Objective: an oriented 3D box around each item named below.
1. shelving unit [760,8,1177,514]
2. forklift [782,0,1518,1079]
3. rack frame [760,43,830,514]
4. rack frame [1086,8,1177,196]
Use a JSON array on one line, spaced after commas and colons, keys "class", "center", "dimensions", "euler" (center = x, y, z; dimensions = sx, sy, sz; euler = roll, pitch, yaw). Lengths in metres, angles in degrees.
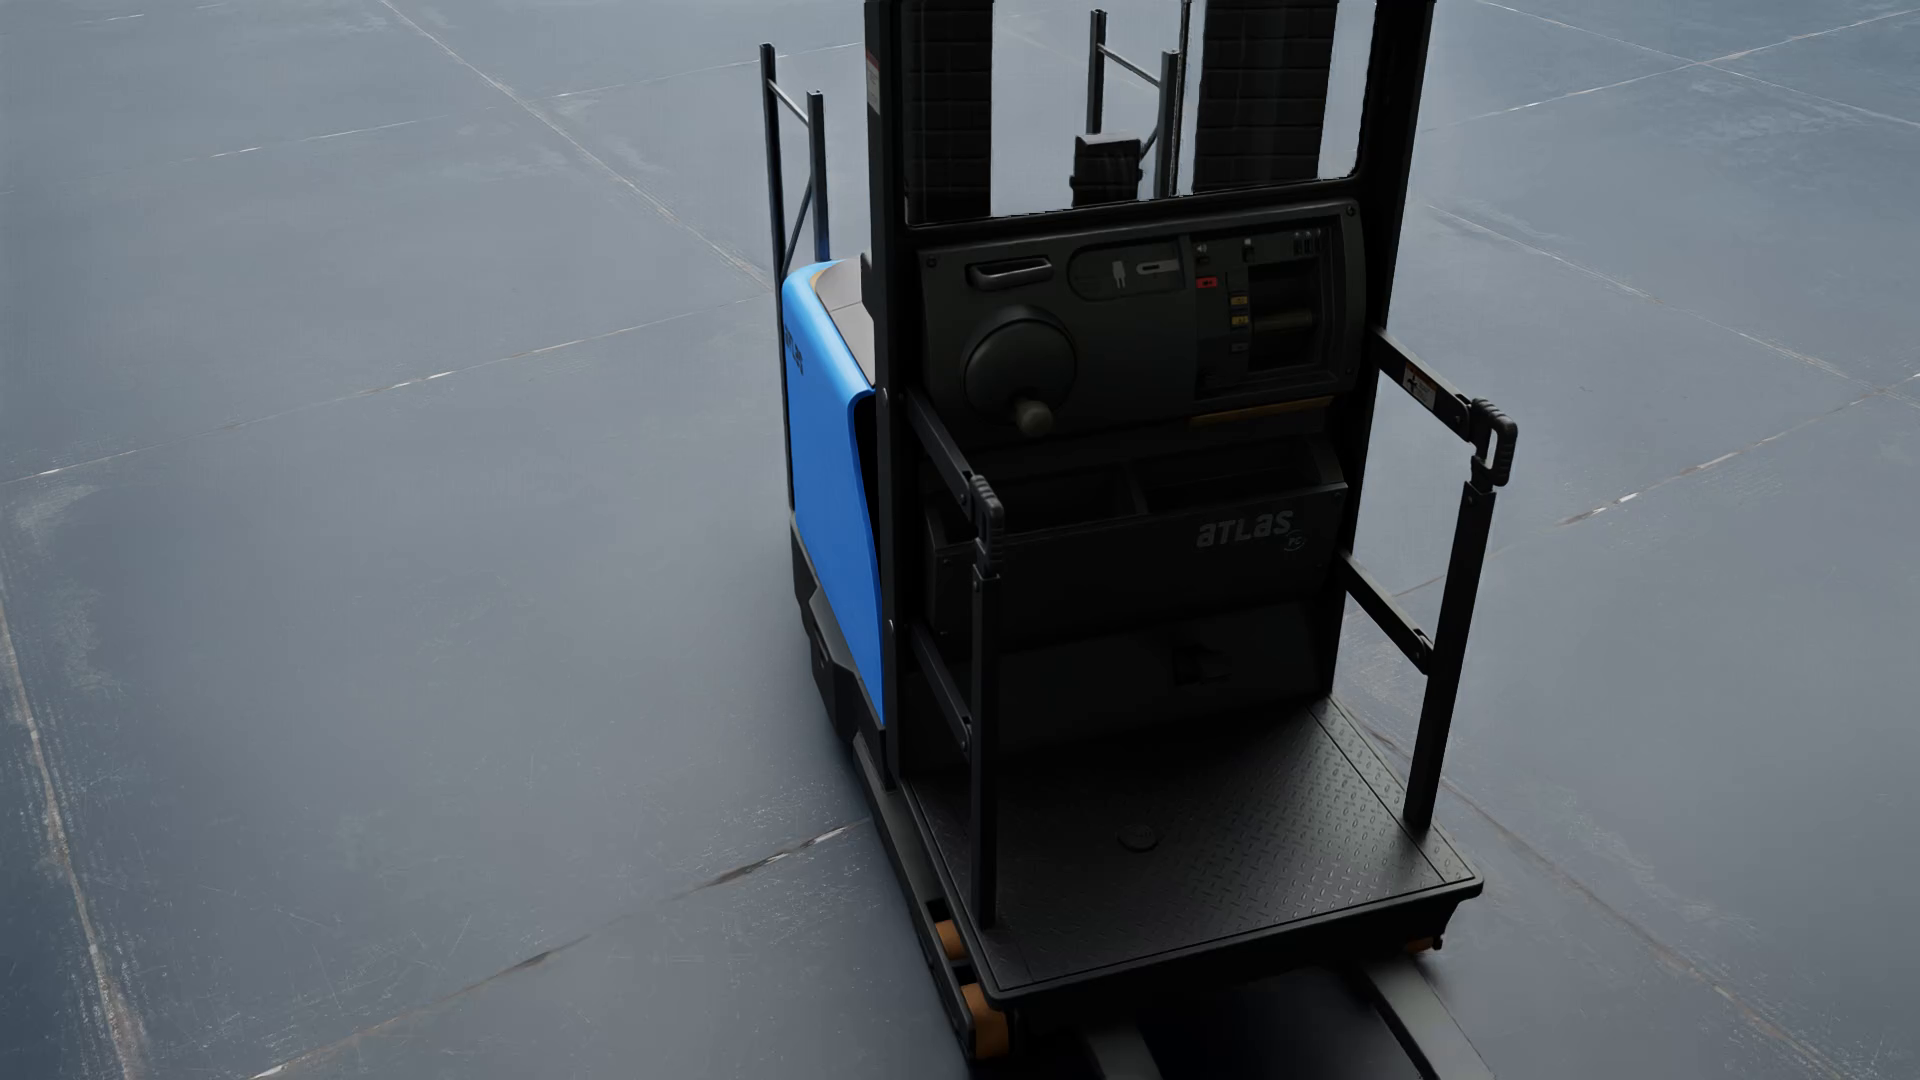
[{"class": "shelving unit", "center": [0.020, -0.725, 4.993], "dimensions": [1.048, 1.500, 0.538], "euler": [-12, 34, -18]}, {"class": "forklift", "center": [0.439, -0.383, 3.110], "dimensions": [1.130, 2.935, 3.031], "euler": [-9, 33, -15]}, {"class": "rack frame", "center": [-0.454, -0.626, 4.837], "dimensions": [0.032, 1.500, 0.500], "euler": [-12, 34, -18]}, {"class": "rack frame", "center": [0.493, -0.823, 5.149], "dimensions": [0.032, 1.500, 0.500], "euler": [-12, 34, -18]}]
